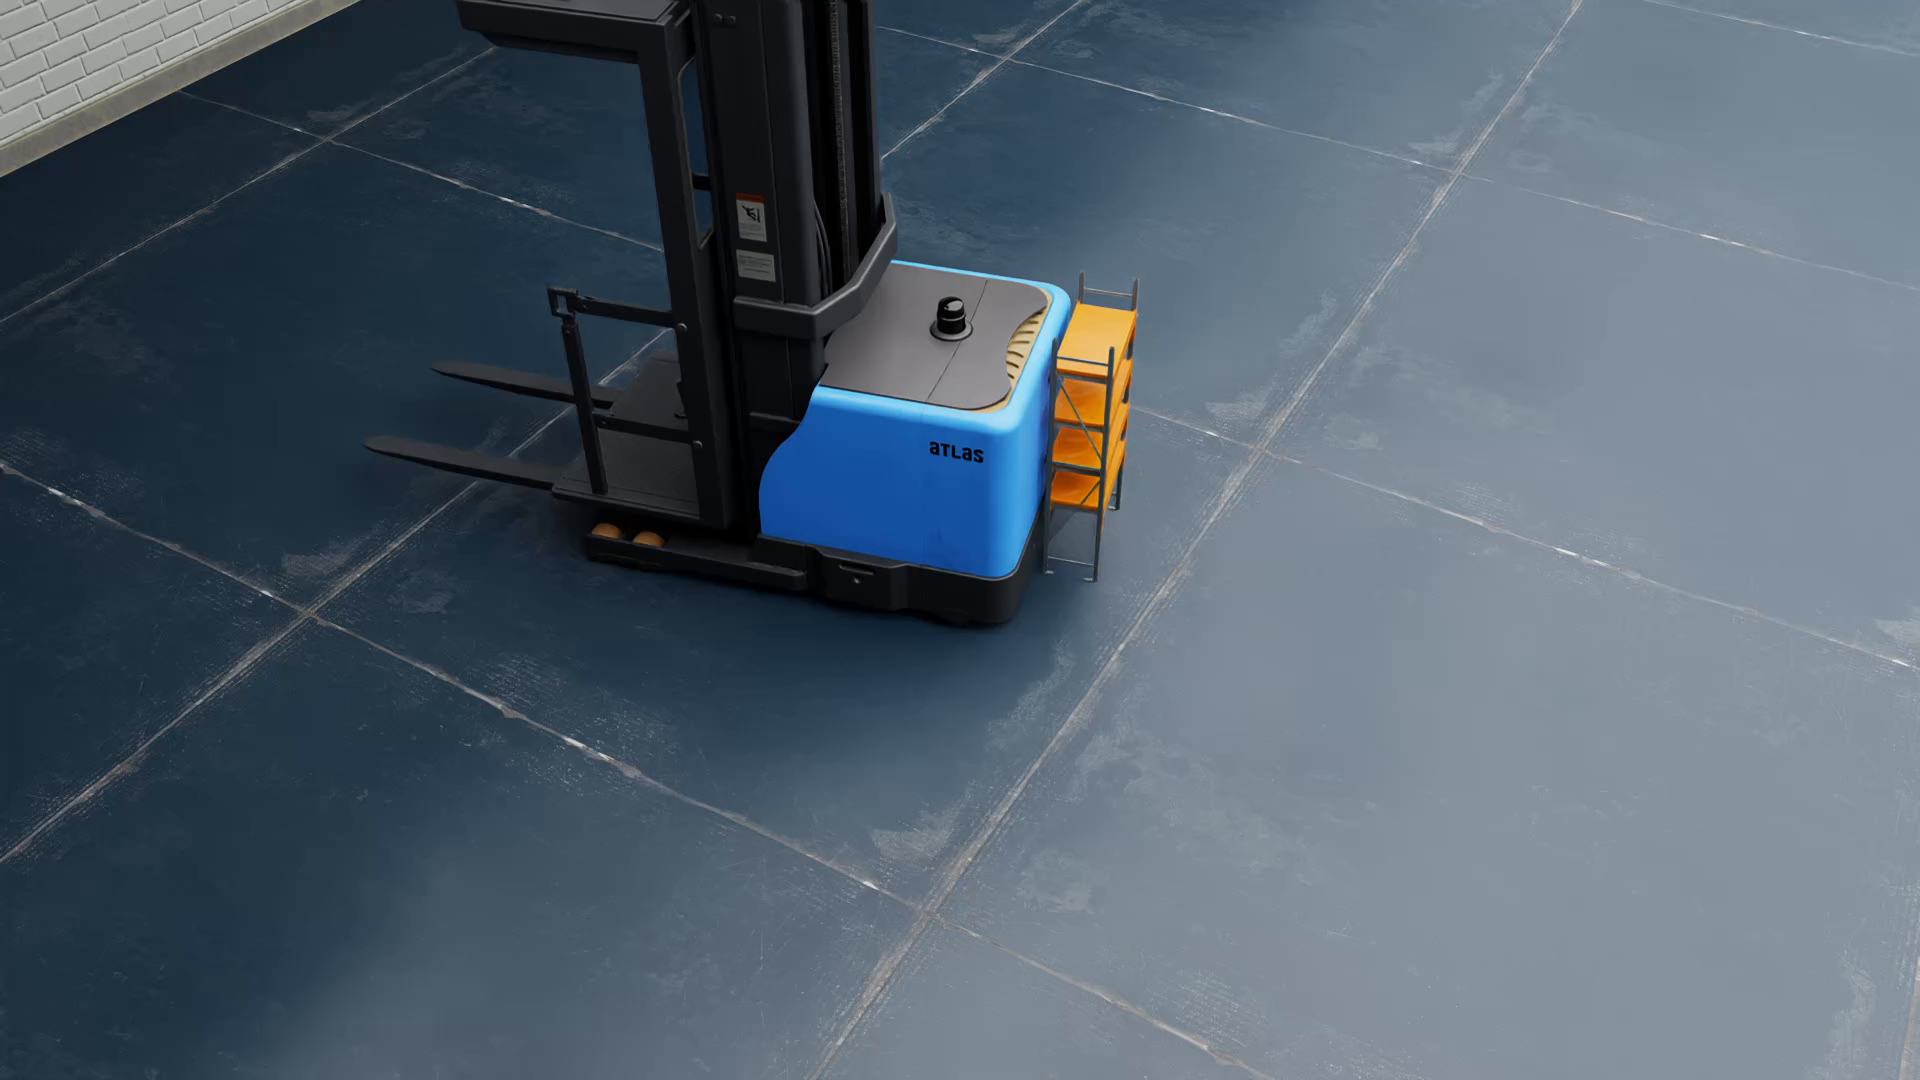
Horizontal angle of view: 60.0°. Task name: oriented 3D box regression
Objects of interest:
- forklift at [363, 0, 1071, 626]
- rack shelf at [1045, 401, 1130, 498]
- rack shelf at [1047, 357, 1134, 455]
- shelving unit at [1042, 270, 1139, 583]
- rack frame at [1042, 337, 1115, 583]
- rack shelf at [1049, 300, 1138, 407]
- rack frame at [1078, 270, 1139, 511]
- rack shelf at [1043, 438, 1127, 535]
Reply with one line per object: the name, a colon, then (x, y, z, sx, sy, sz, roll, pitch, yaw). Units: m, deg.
forklift: (-1.109, -1.295, 6.503, 3.031, 2.935, 1.130, 11, 42, 12)
rack shelf: (0.531, -0.399, 6.896, 0.258, 0.148, 0.480, 10, 42, 11)
rack shelf: (0.531, -0.566, 6.749, 0.258, 0.148, 0.480, 10, 42, 11)
shelving unit: (0.531, -0.449, 6.852, 0.258, 1.200, 0.503, 10, 42, 11)
rack frame: (0.467, -0.293, 6.675, 0.240, 1.200, 0.015, 10, 42, 11)
rack shelf: (0.531, -0.744, 6.592, 0.258, 0.148, 0.480, 10, 42, 11)
rack frame: (0.595, -0.605, 7.029, 0.240, 1.200, 0.015, 10, 42, 11)
rack shelf: (0.531, -0.249, 7.028, 0.258, 0.148, 0.480, 10, 42, 11)
